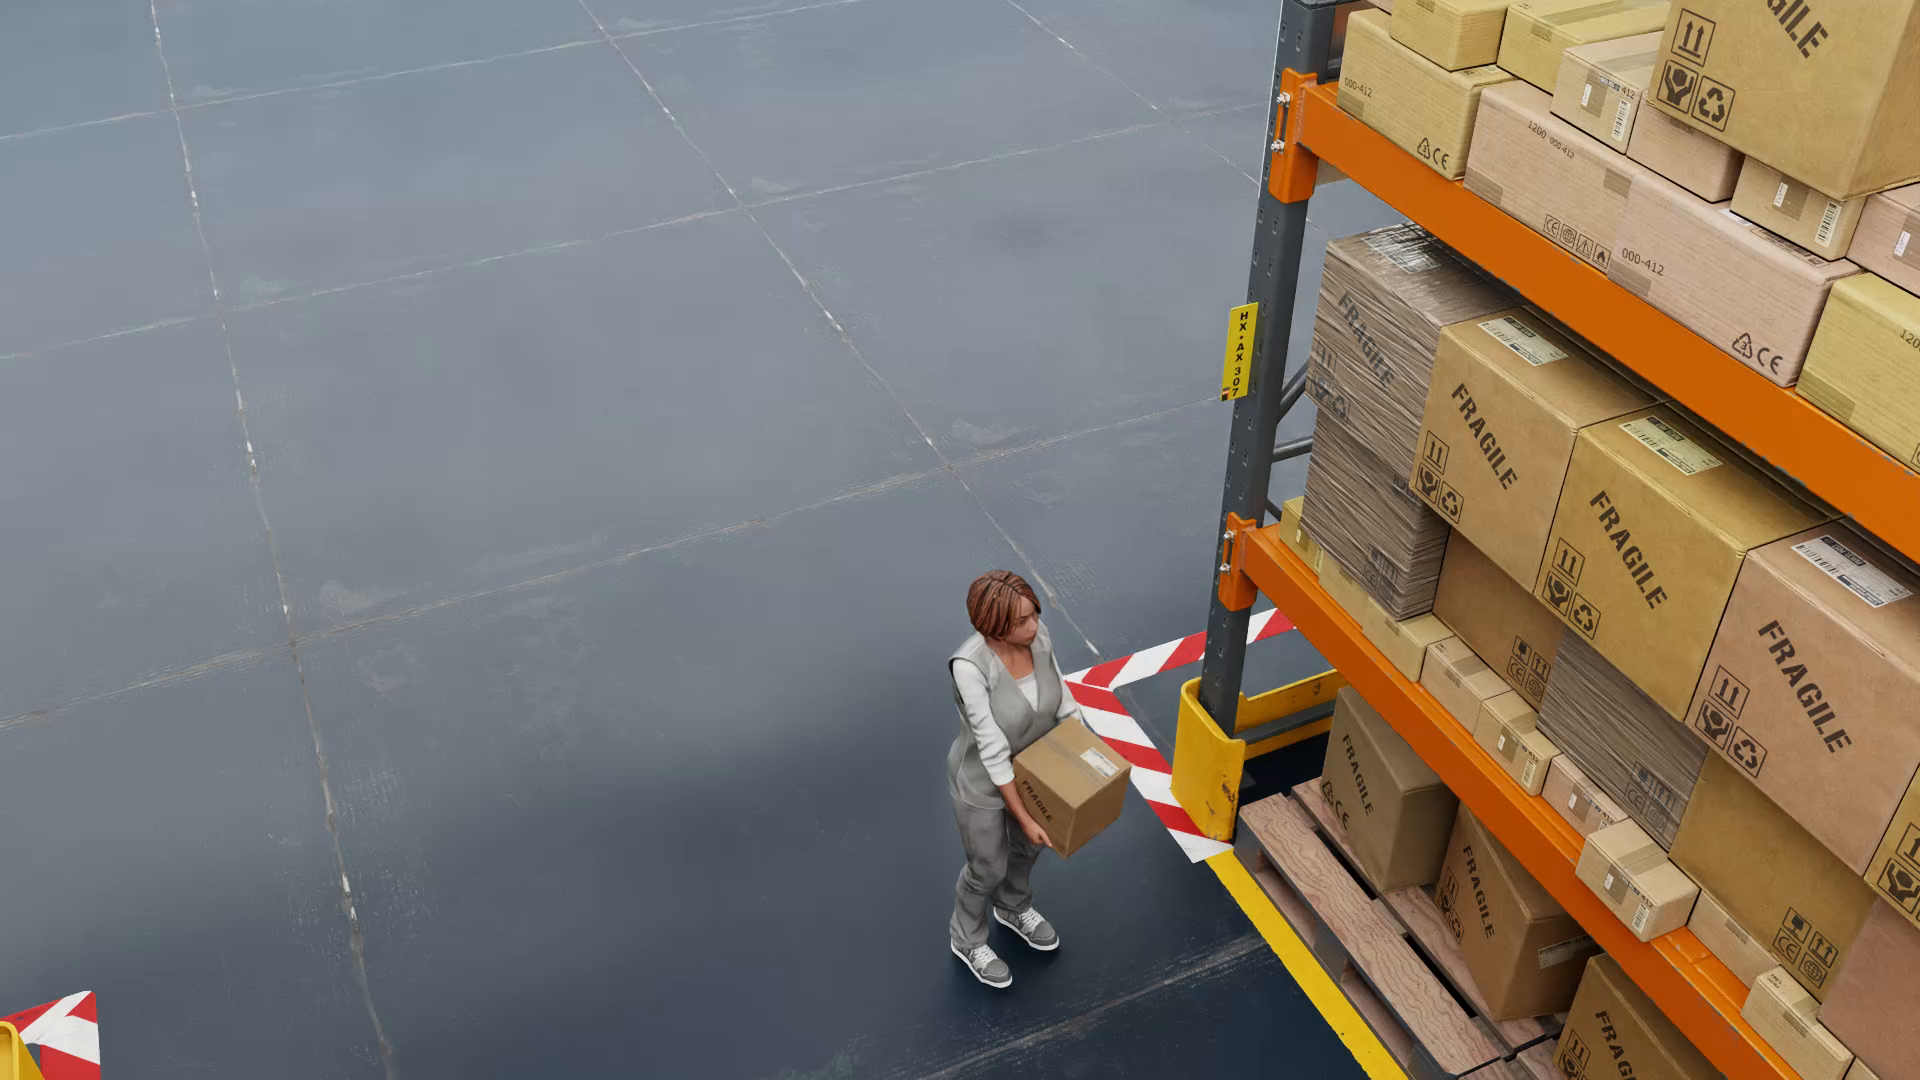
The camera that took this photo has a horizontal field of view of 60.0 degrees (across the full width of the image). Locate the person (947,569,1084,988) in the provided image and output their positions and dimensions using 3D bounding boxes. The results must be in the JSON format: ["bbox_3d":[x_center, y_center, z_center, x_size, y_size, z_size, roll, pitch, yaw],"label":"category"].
[{"bbox_3d":[0.196,0.780,5.156,0.383,1.599,0.495,-31,47,-34],"label":"person"}]
